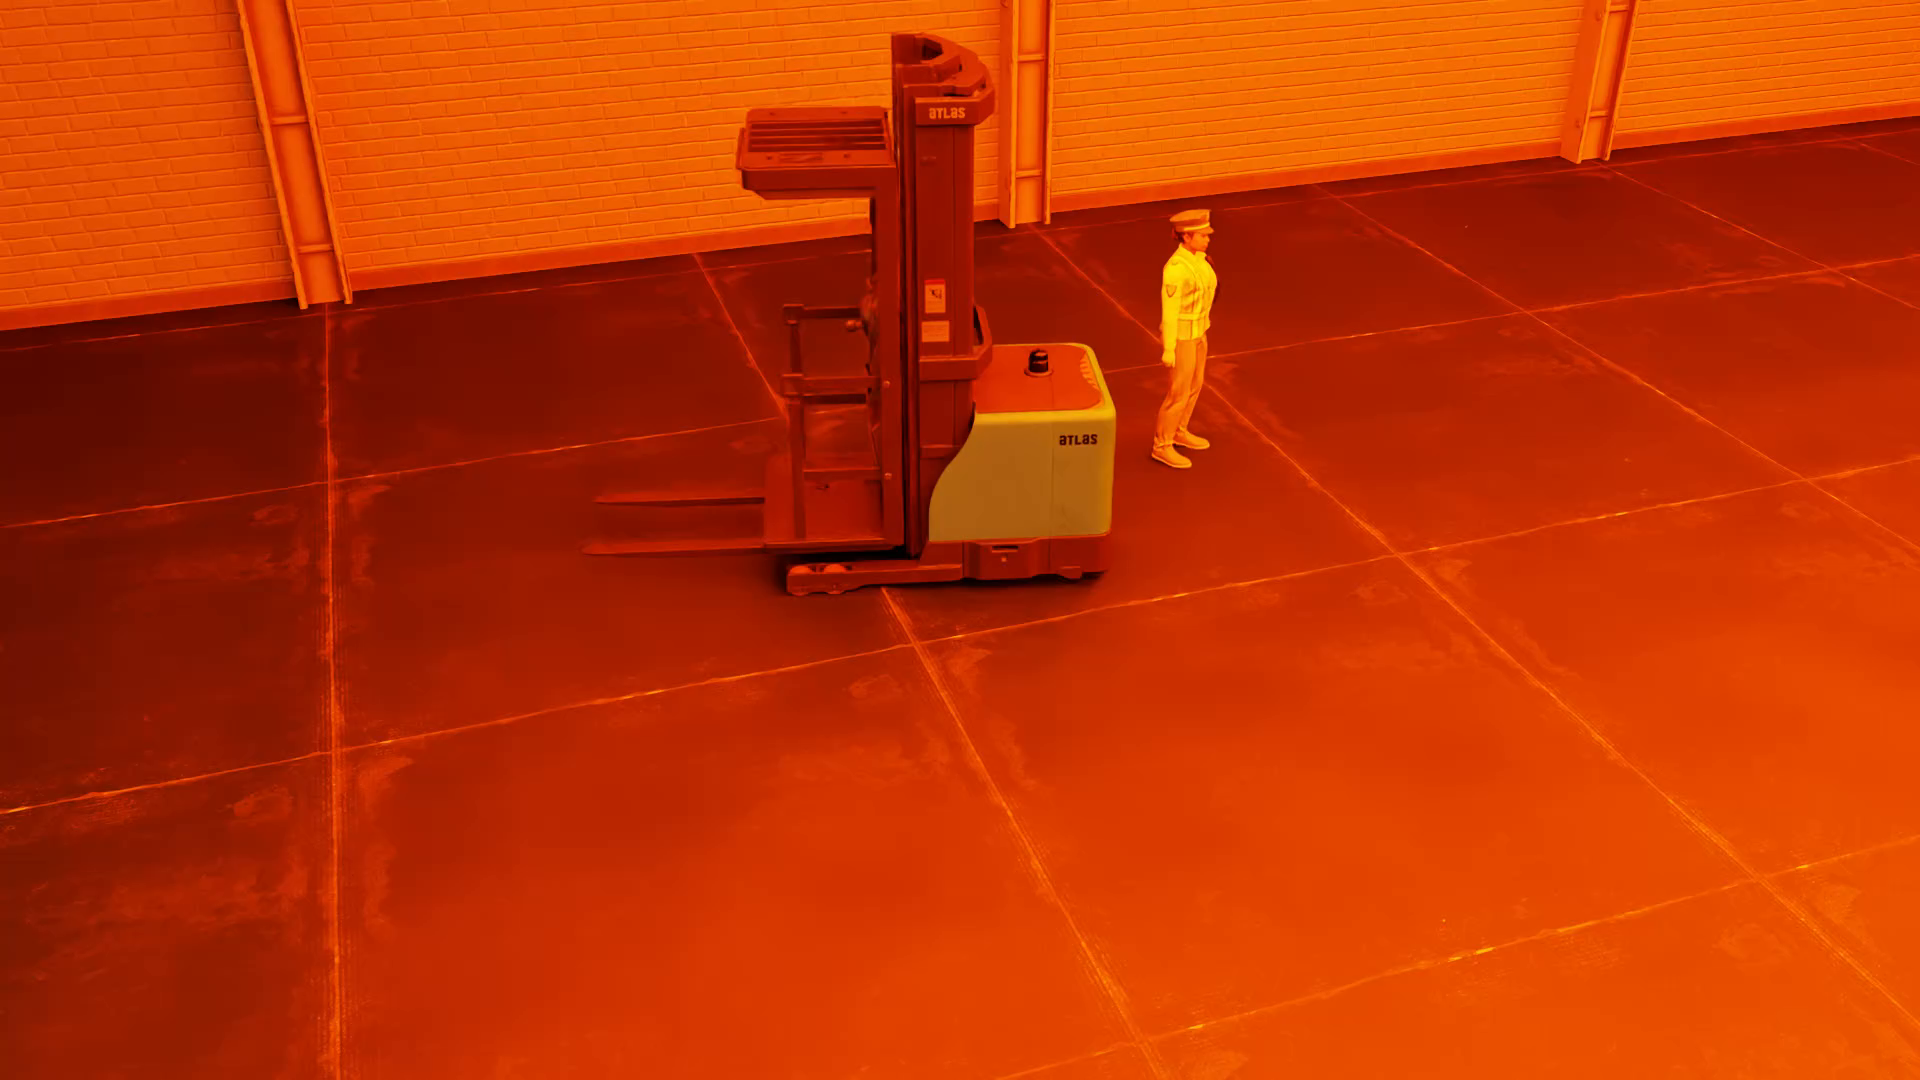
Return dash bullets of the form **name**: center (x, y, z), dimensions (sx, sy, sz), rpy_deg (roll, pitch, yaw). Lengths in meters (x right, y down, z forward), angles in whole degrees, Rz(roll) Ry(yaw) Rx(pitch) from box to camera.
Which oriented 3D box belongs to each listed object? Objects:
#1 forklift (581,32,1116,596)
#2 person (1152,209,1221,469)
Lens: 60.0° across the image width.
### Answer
- **forklift**: center (-0.669, -1.228, 9.221), dimensions (3.031, 2.935, 1.130), rpy_deg (-2, 30, -4)
- **person**: center (1.446, -1.306, 10.612), dimensions (0.332, 1.680, 0.532), rpy_deg (13, 33, 22)
